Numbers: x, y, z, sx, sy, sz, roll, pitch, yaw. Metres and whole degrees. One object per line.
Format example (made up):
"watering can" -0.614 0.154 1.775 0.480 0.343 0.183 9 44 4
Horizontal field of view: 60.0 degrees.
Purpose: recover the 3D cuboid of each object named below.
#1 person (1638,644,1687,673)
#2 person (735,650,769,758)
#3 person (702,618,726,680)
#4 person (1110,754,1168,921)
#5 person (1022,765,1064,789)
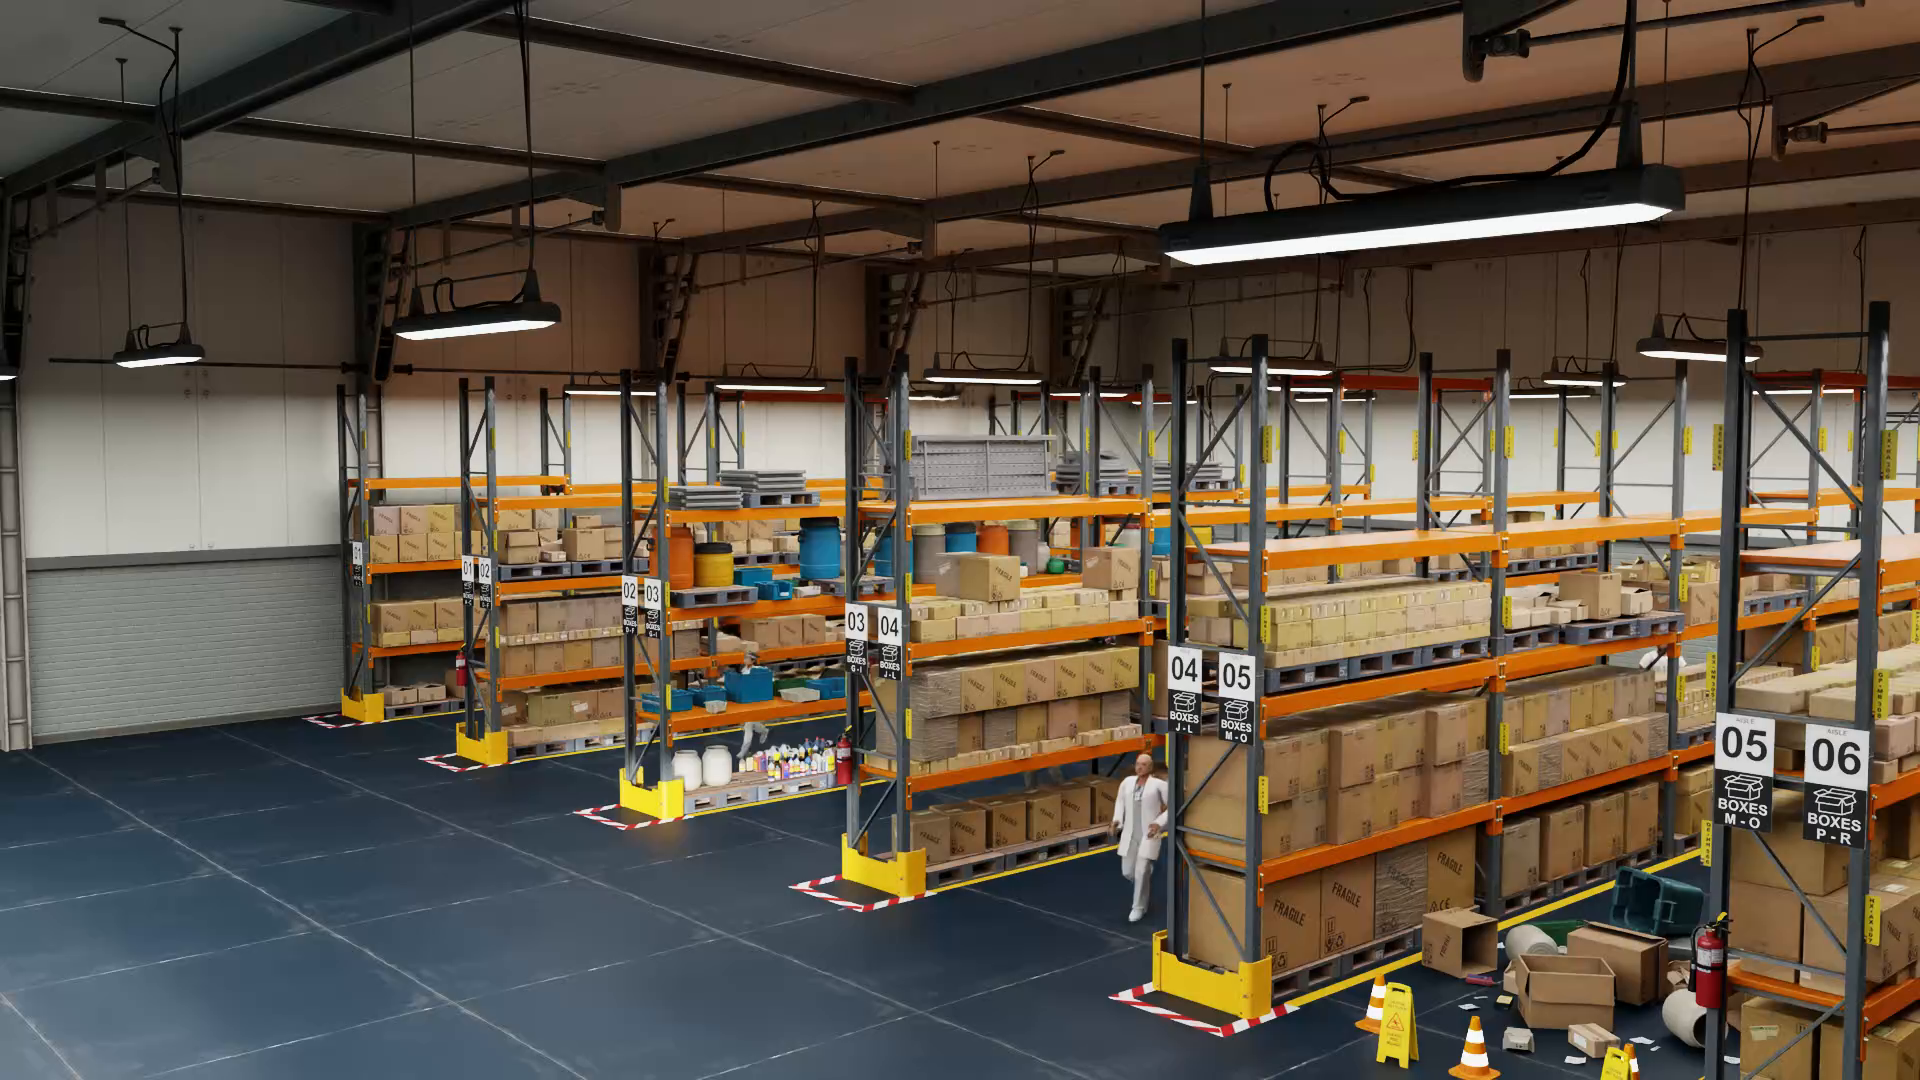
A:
"person" 11.850 2.462 28.006 0.781 1.720 0.565 1 4 17
"person" -3.276 2.589 26.579 0.625 1.702 0.859 3 5 38
"person" -4.584 2.280 31.355 0.589 1.641 0.875 3 5 38
"person" 1.976 3.150 17.765 0.724 1.752 0.653 2 4 29
"person" 1.217 2.846 22.800 0.544 1.708 0.774 3 5 42
